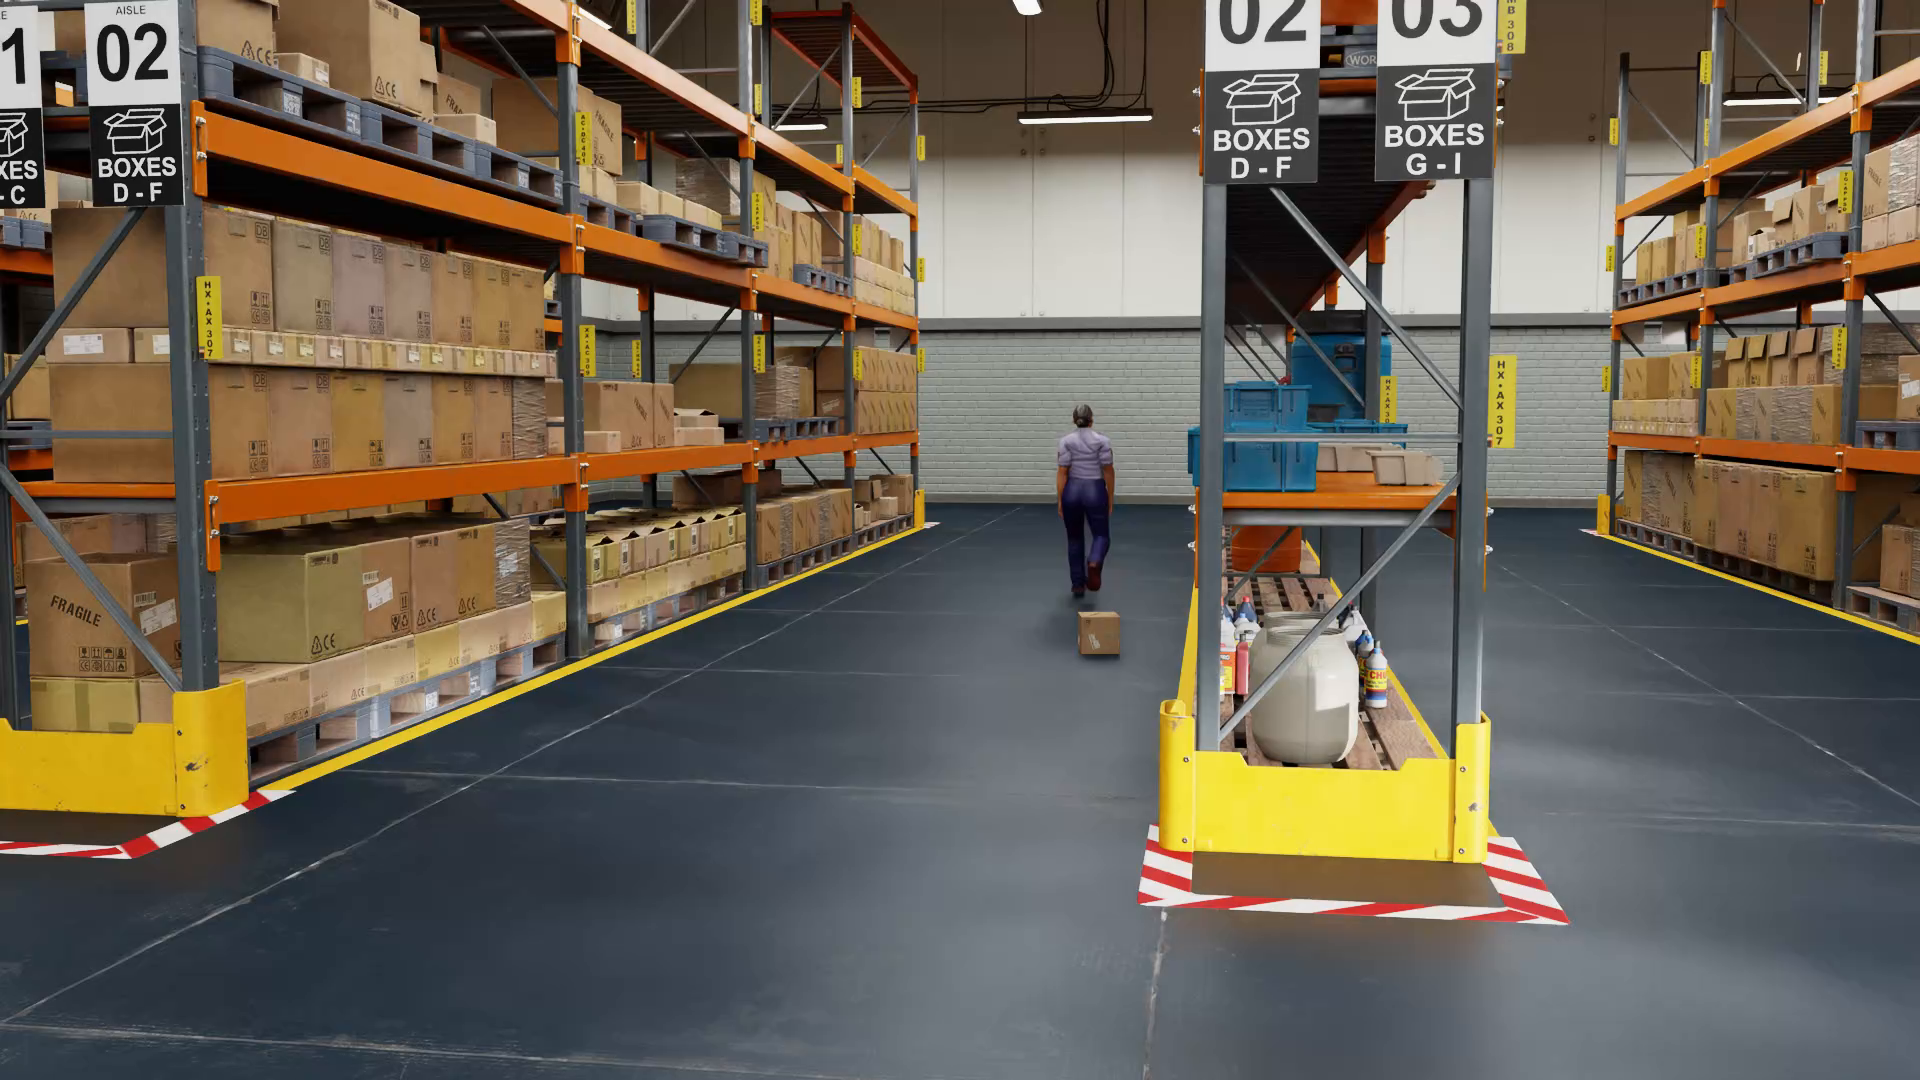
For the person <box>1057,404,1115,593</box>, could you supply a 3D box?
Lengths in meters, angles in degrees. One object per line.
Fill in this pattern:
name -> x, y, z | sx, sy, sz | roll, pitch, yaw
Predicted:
person -> 1.064, -0.341, 14.076 | 0.481, 1.622, 0.723 | 1, 5, 9
